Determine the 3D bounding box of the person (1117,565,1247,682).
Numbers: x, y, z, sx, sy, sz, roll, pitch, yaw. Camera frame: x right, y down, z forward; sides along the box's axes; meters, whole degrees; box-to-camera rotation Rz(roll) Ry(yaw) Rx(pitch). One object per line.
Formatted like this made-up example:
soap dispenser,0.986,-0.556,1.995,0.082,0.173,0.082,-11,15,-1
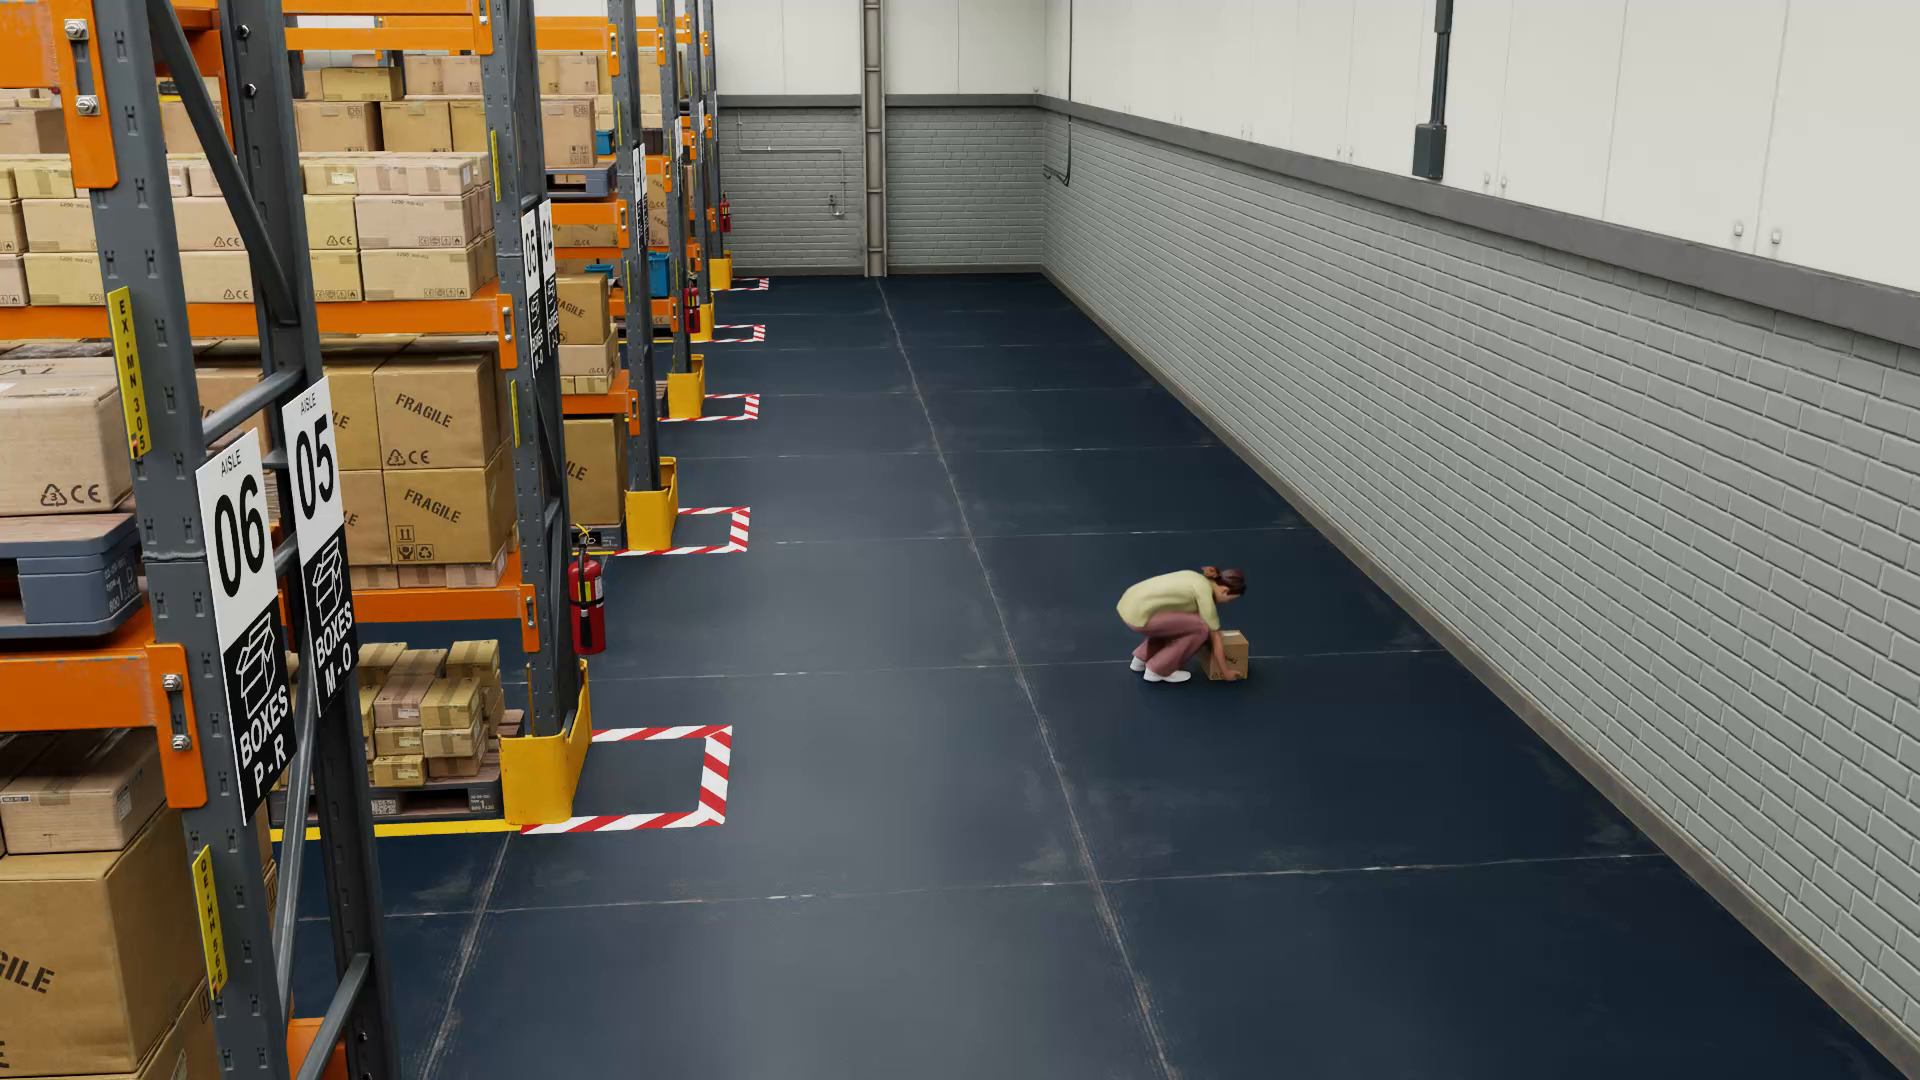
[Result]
person,1.453,0.543,10.910,0.856,0.772,0.454,-2,17,-7
